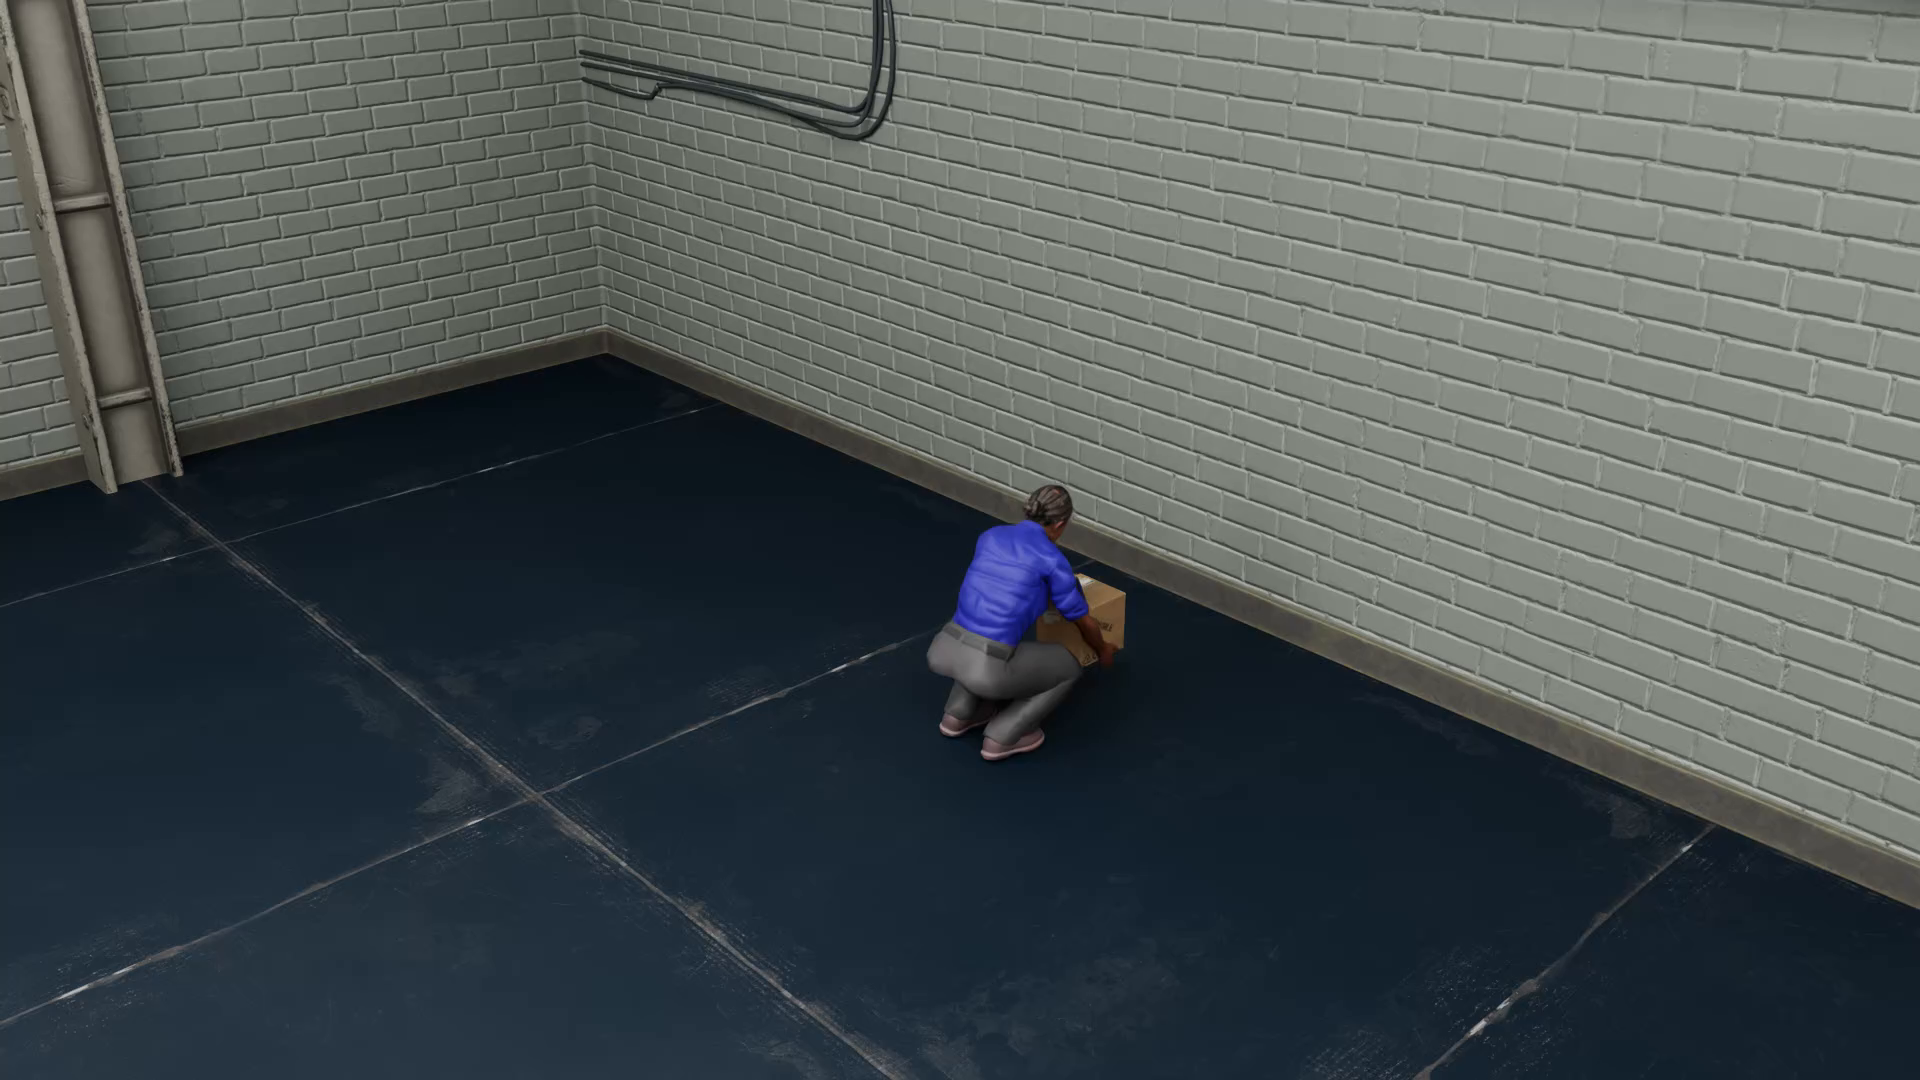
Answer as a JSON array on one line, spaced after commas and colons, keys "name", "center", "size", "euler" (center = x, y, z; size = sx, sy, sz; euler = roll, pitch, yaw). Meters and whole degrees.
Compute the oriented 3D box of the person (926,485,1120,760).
[{"name": "person", "center": [0.237, 0.294, 6.360], "size": [0.839, 0.934, 0.471], "euler": [-22, 32, -39]}]
